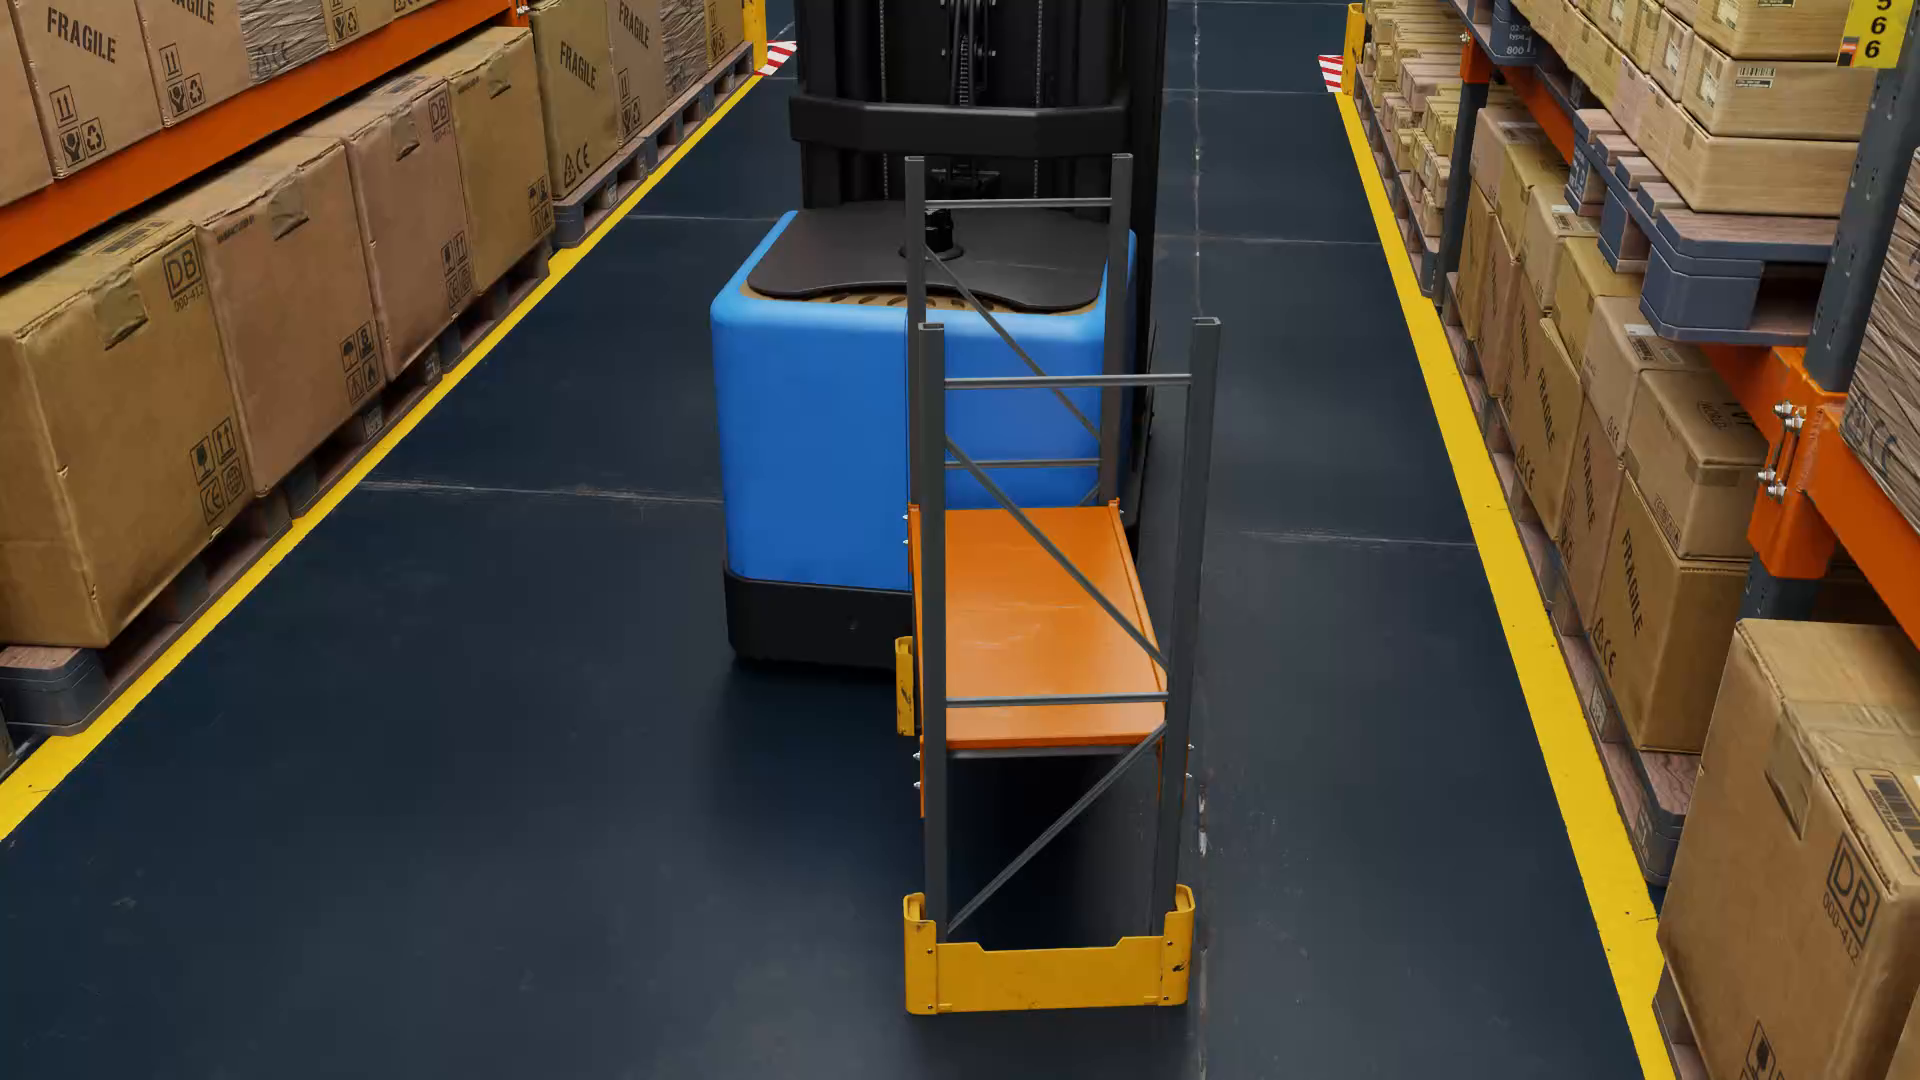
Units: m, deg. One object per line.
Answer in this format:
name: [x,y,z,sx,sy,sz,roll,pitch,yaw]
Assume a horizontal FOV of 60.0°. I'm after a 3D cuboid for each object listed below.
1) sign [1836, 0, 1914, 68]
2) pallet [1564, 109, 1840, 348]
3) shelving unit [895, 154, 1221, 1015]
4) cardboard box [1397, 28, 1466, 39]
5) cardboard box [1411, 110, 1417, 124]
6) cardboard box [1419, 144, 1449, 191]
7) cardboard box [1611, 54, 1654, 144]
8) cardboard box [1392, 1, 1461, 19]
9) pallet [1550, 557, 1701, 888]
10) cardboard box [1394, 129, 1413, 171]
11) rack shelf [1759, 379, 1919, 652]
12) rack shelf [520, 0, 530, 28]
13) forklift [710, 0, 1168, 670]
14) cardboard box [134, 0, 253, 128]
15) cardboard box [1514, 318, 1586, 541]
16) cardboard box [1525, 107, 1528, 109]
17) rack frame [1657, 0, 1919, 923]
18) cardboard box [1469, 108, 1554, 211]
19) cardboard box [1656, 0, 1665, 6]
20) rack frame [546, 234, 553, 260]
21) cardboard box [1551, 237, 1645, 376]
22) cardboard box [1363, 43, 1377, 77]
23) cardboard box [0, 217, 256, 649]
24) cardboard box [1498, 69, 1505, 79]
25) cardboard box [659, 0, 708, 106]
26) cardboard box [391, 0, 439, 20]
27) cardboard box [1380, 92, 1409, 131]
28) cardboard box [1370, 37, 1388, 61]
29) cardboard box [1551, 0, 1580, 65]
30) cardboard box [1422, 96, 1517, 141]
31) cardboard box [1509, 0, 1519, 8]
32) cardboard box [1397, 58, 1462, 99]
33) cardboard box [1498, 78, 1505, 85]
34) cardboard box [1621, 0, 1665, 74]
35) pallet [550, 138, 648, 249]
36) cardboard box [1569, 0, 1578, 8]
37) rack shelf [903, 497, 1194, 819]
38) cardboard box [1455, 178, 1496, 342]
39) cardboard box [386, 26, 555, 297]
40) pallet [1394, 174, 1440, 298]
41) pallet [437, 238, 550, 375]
sign: [1.494,-0.921,2.660,0.100,0.325,0.005,3,28,6]
pallet: [2.016,-0.676,3.545,1.213,0.211,1.003,3,28,6]
shelving unit: [0.155,0.057,3.563,0.587,1.500,1.083,-1,28,-3]
cardboard box: [2.549,-2.650,8.942,0.380,0.149,0.250,4,29,8]
cardboard box: [2.476,-2.143,8.315,0.380,0.149,0.250,2,28,4]
cardboard box: [2.268,-1.658,7.413,0.380,0.149,0.250,2,28,4]
cardboard box: [1.701,-0.990,3.747,0.380,0.149,0.250,4,29,7]
cardboard box: [2.698,-3.013,9.616,0.380,0.149,0.250,4,29,7]
pallet: [2.131,0.441,4.209,1.003,0.211,1.213,3,28,6]
cardboard box: [2.361,-1.923,8.220,0.380,0.149,0.250,3,28,6]
rack shelf: [1.789,0.839,1.288,1.077,0.370,4.000,3,28,6]
rack shelf: [-2.141,-3.262,8.902,1.077,0.370,4.000,3,28,6]
forklift: [0.096,-1.586,5.103,1.130,2.935,3.031,4,29,8]
cardboard box: [-2.426,-1.496,4.759,0.500,0.500,0.500,3,28,5]
cardboard box: [1.971,-0.322,4.879,0.500,0.500,0.500,2,28,4]
cardboard box: [2.856,-2.016,7.765,0.380,0.149,0.250,3,28,5]
rack frame: [2.034,-0.419,2.865,1.000,3.000,0.127,3,28,6]
cardboard box: [2.171,-1.384,6.058,0.500,0.250,0.500,2,28,4]
cardboard box: [1.704,-1.254,3.610,0.380,0.149,0.250,4,29,8]
rack frame: [-2.386,-2.638,6.983,1.000,3.000,0.127,3,28,6]
cardboard box: [1.987,-0.647,4.691,0.500,0.250,0.500,4,29,7]
cardboard box: [2.632,-2.887,10.008,0.380,0.149,0.250,4,29,7]
cardboard box: [-2.771,-0.328,4.494,1.225,0.875,0.875,2,28,4]
cardboard box: [2.993,-2.503,8.669,0.380,0.149,0.250,2,28,4]
cardboard box: [-2.007,-3.036,9.520,0.875,0.875,0.875,3,28,6]
cardboard box: [-2.240,-2.213,6.090,0.500,0.500,0.500,4,29,8]
cardboard box: [2.464,-2.290,8.900,0.380,0.149,0.250,2,28,4]
cardboard box: [2.606,-2.888,9.698,0.380,0.149,0.250,3,28,6]
cardboard box: [1.801,-1.356,4.426,0.380,0.149,0.250,4,29,8]
cardboard box: [2.325,-1.916,7.580,0.380,0.149,0.250,3,28,6]
cardboard box: [1.894,-1.731,5.123,0.380,0.149,0.250,2,28,4]
cardboard box: [2.396,-2.294,8.282,0.380,0.149,0.250,2,28,4]
cardboard box: [3.120,-2.491,8.961,0.380,0.149,0.250,4,29,7]
cardboard box: [1.703,-1.133,3.699,0.380,0.149,0.250,4,29,7]
pallet: [-2.215,-1.763,8.301,1.003,0.211,1.213,3,28,6]
cardboard box: [1.799,-1.491,4.363,0.380,0.149,0.250,4,29,7]
rack shelf: [0.155,0.219,3.641,0.538,0.185,1.000,-1,28,-3]
cardboard box: [2.170,-1.054,6.236,0.500,0.500,0.500,4,29,8]
cardboard box: [-2.445,-1.585,6.826,1.225,0.875,0.875,3,29,6]
pallet: [2.571,-1.392,7.612,1.003,0.211,1.213,3,28,6]
pallet: [-2.406,-1.043,6.963,1.003,0.211,1.213,3,28,6]
